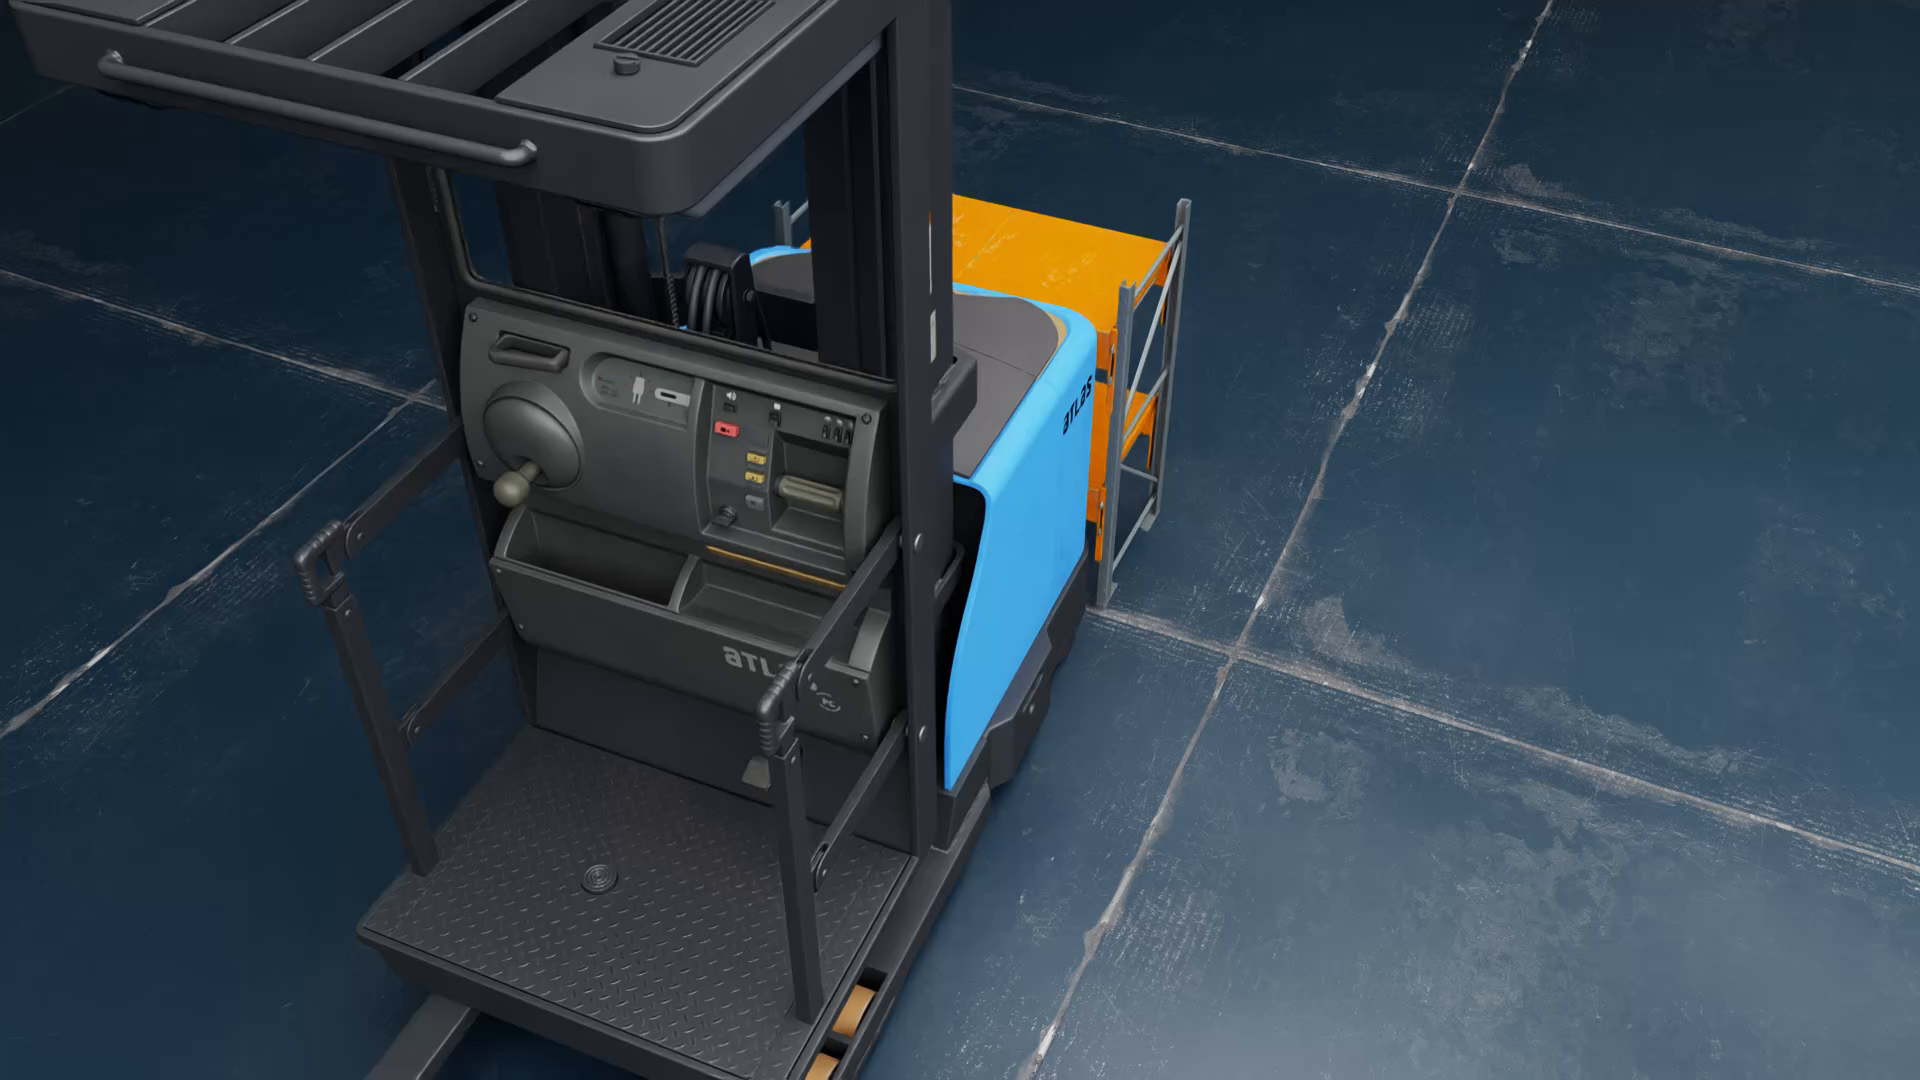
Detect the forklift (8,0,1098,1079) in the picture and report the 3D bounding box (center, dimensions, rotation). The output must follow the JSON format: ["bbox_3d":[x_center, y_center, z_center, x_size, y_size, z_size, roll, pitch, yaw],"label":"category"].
[{"bbox_3d":[-0.671,-0.116,3.146,1.130,2.935,3.031,16,43,17],"label":"forklift"}]

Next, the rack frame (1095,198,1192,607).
[{"bbox_3d":[0.527,-0.375,4.823,0.032,1.125,0.500,17,44,18],"label":"rack frame"}]

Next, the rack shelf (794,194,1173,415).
[{"bbox_3d":[0.065,-0.734,4.791,1.000,0.278,0.538,17,44,18],"label":"rack shelf"}]

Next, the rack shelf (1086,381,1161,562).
[{"bbox_3d":[0.065,-0.328,5.142,1.000,0.278,0.538,17,44,18],"label":"rack shelf"}]

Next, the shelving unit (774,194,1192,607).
[{"bbox_3d":[0.065,-0.512,4.982,1.048,1.125,0.538,17,44,18],"label":"shelving unit"}]

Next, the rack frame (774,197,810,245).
[{"bbox_3d":[-0.398,-0.650,5.141,0.032,1.125,0.500,17,44,18],"label":"rack frame"}]
